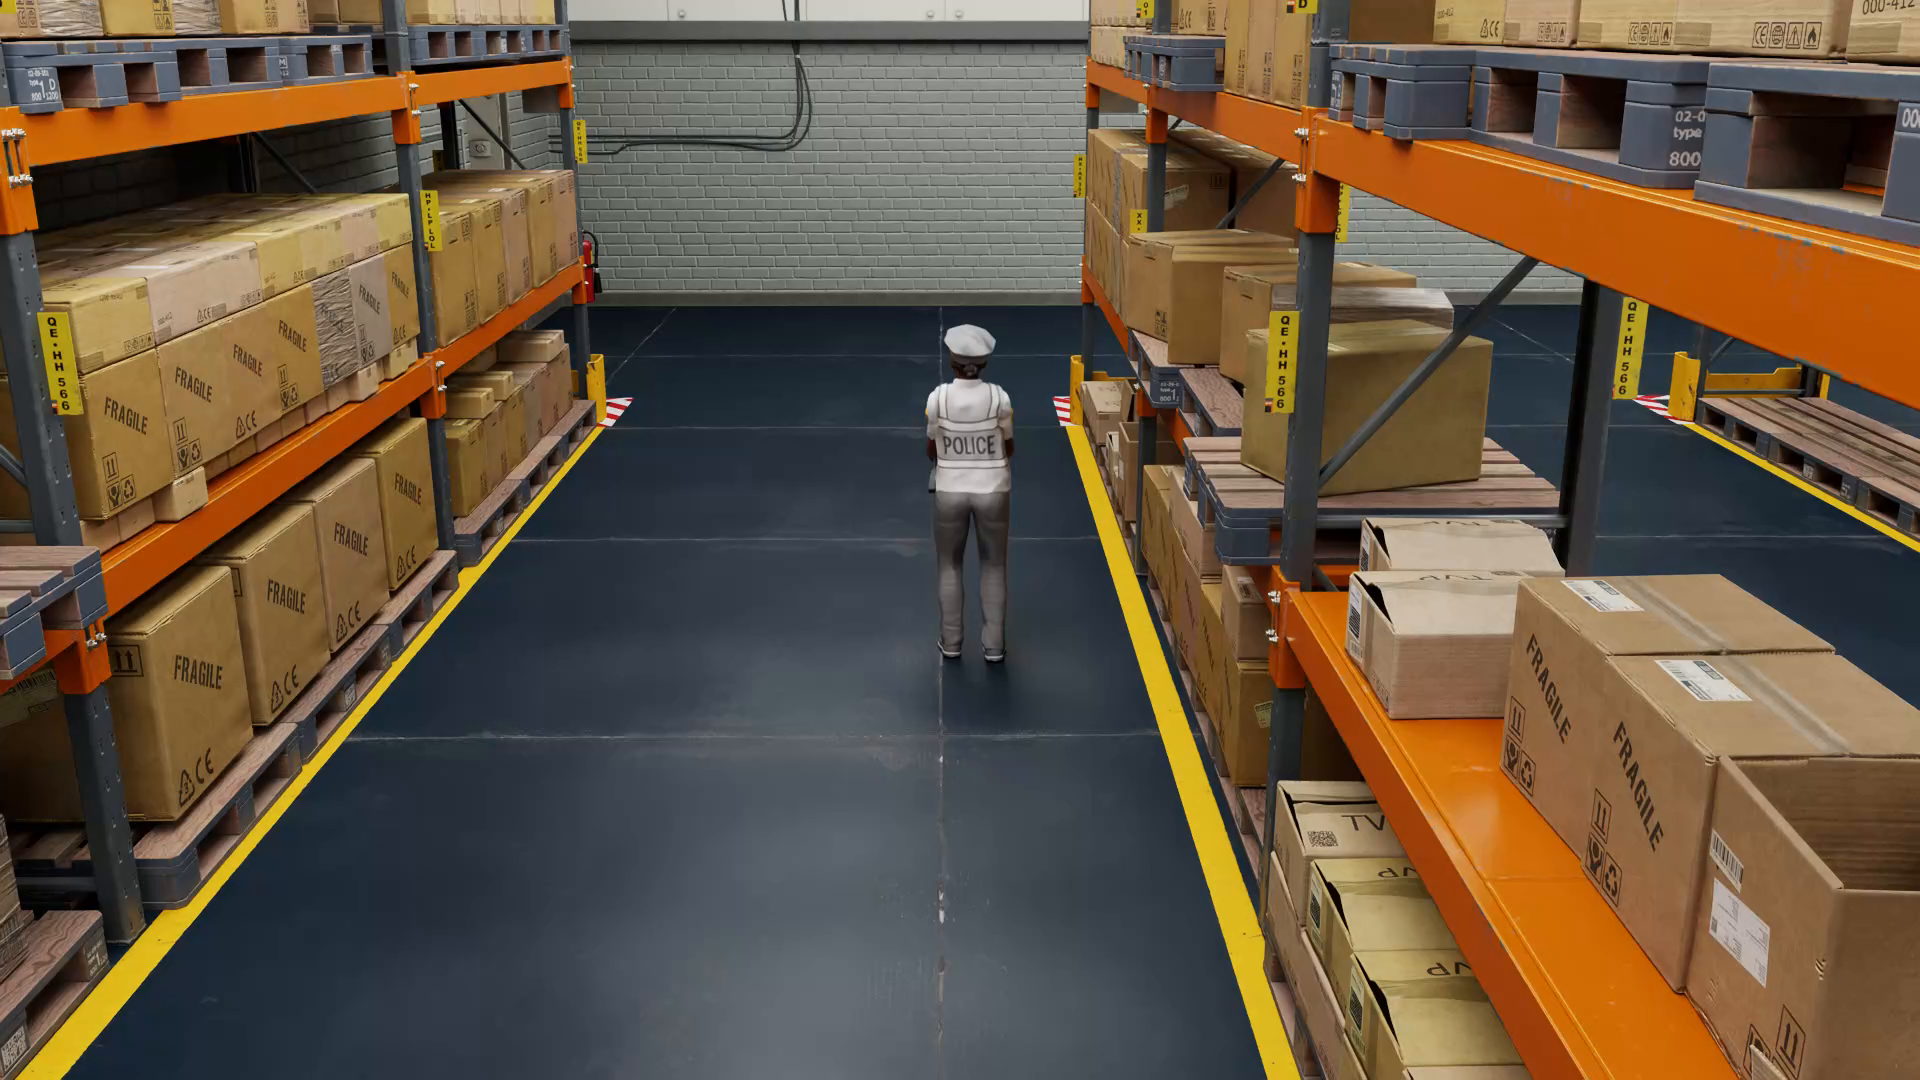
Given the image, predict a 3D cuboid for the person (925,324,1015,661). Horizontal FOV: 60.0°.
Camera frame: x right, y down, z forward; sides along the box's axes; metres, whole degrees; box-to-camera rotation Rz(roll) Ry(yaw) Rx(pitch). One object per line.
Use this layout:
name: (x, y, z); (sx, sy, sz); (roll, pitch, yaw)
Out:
person: (0.050, -0.240, 8.283); (0.441, 1.692, 0.514); (0, 17, -1)
